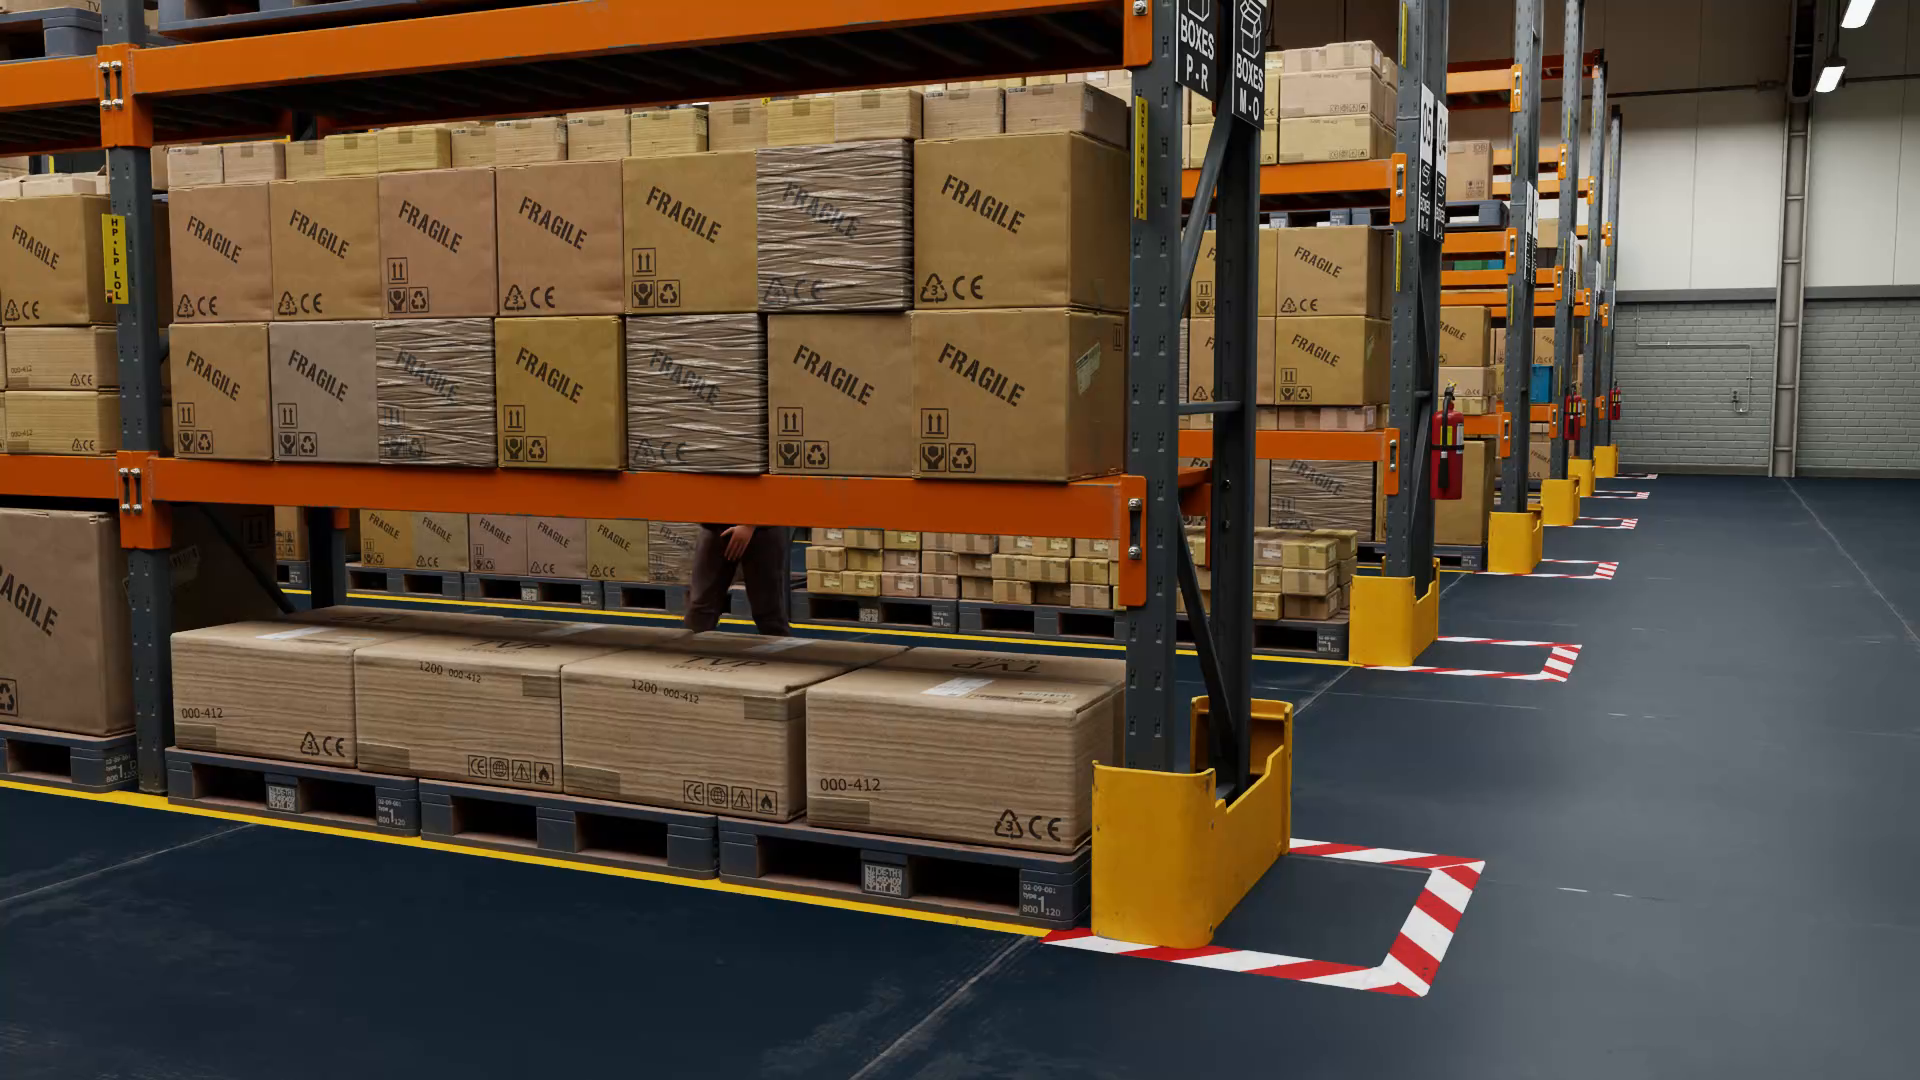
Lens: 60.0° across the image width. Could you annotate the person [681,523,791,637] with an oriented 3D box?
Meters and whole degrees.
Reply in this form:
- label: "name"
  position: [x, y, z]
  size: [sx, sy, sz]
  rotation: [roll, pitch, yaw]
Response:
- label: "person"
  position: [-1.102, 0.012, 7.817]
  size: [0.548, 1.605, 0.920]
  rotation: [4, 7, 34]
